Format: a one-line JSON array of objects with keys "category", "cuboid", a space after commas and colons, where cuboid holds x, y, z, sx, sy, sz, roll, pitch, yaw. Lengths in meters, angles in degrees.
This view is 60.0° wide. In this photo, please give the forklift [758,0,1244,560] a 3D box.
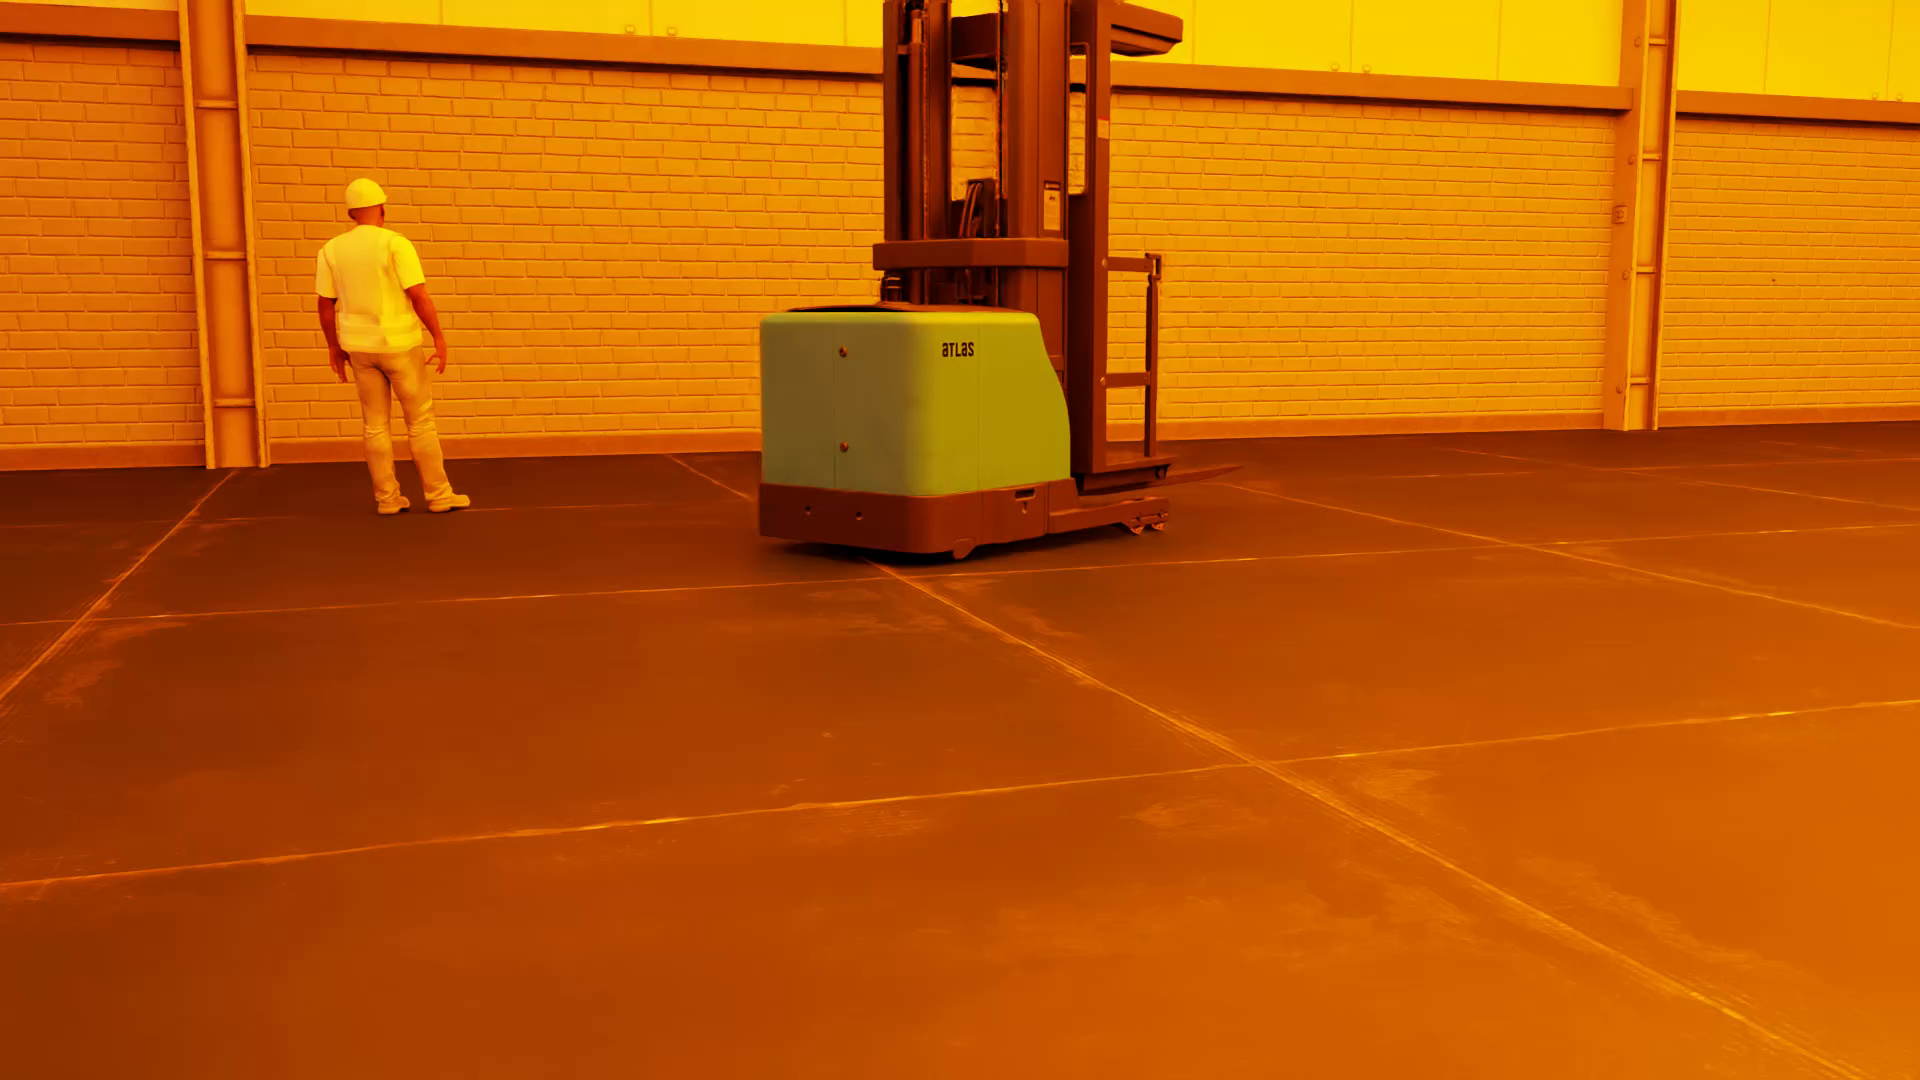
[{"category": "forklift", "cuboid": [0.395, -1.521, 8.234, 1.130, 2.935, 3.031, 6, 10, 38]}]

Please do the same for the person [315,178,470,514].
[{"category": "person", "cuboid": [-3.047, -1.032, 8.910, 0.671, 1.767, 0.578, 1, 8, 9]}]
